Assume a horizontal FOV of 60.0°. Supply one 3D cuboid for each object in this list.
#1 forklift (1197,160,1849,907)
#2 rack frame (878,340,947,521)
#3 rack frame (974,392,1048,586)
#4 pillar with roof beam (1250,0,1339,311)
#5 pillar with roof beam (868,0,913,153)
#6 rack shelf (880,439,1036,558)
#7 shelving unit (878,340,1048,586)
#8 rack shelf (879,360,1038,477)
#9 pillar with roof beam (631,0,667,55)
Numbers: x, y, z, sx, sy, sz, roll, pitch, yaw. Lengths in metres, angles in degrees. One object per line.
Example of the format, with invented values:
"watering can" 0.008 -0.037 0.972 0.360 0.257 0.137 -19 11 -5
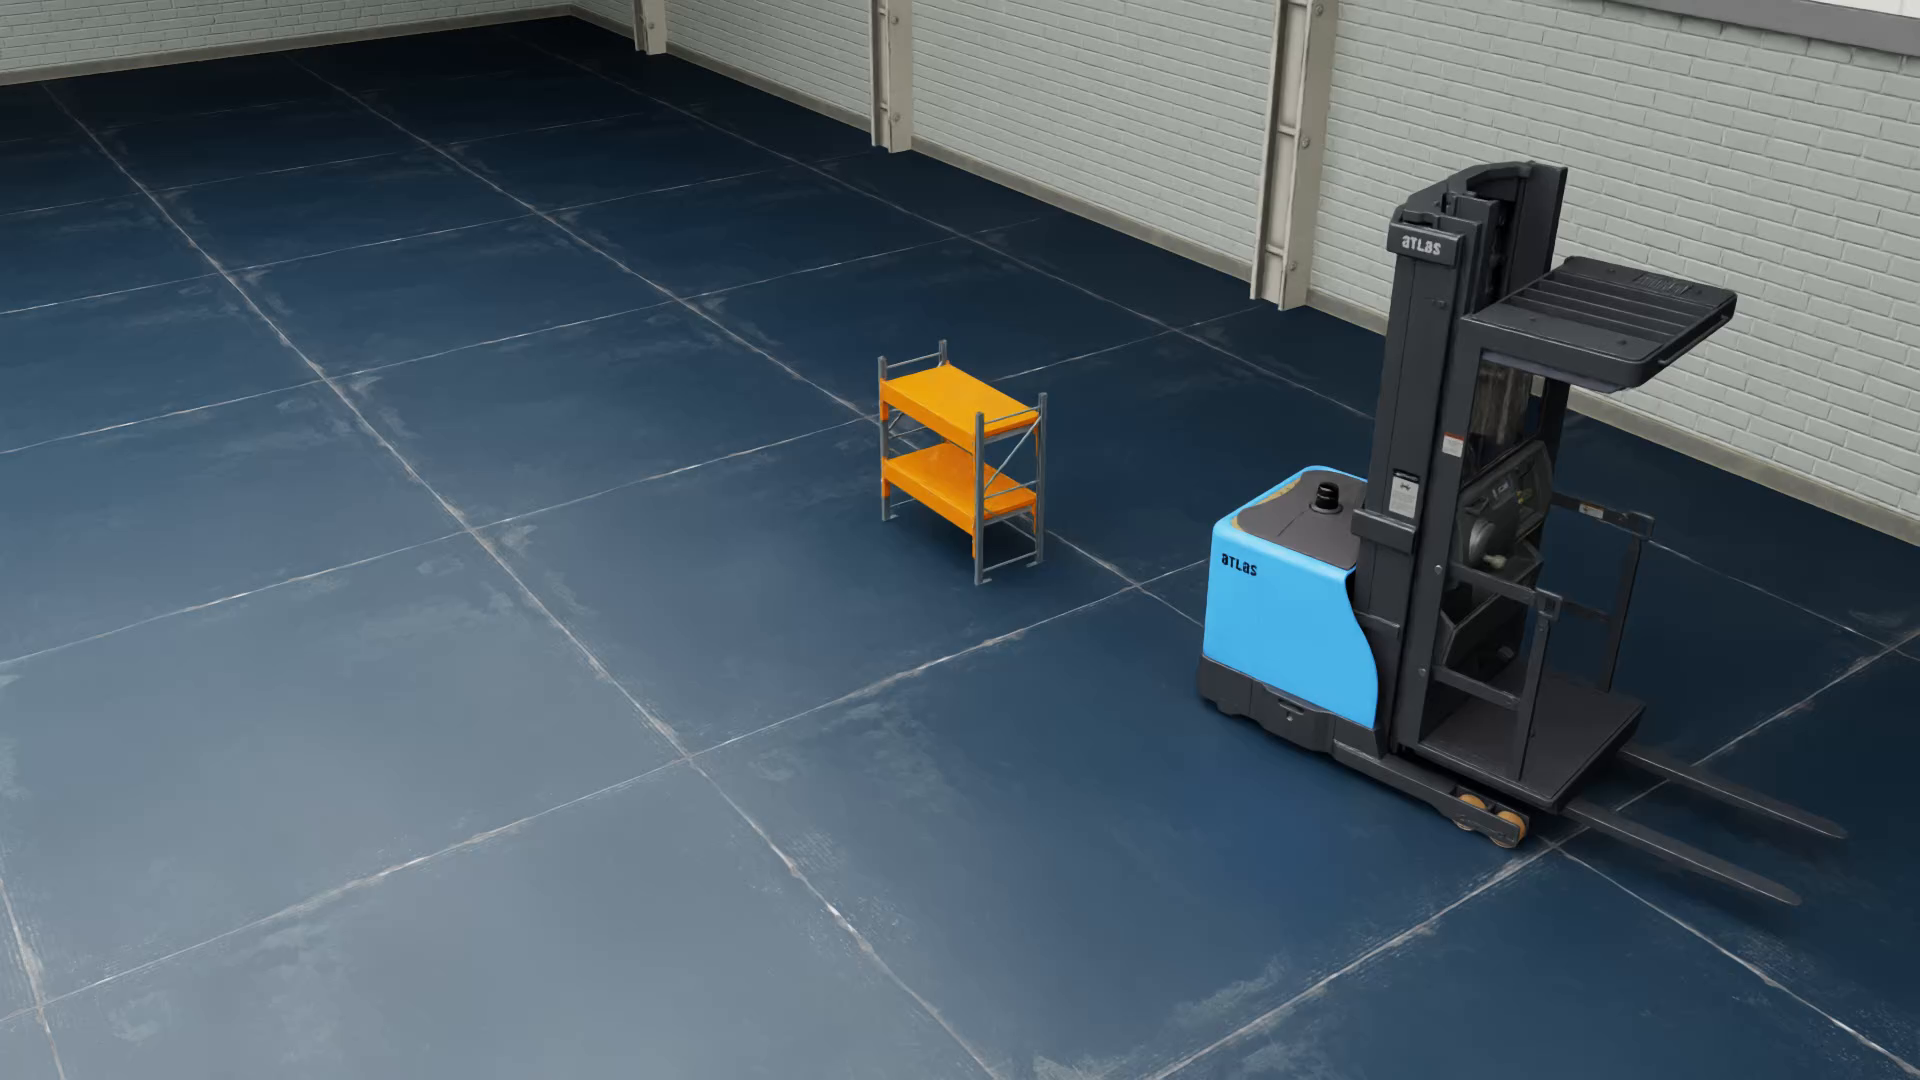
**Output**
"forklift" 2.694 -0.126 7.638 3.031 2.935 1.130 23 36 36
"rack frame" -0.291 -0.689 10.567 0.500 1.125 0.032 -19 34 -31
"rack frame" 0.299 -0.294 9.839 0.500 1.125 0.032 -19 34 -31
"pillar with roof beam" -0.778 -4.813 9.910 9.100 9.000 0.400 -19 34 -31
"pillar with roof beam" -4.258 -7.146 14.205 9.100 9.000 0.400 -19 34 -31
"rack shelf" 0.004 -0.277 10.320 0.538 0.278 1.000 -19 34 -31
"shelving unit" 0.004 -0.492 10.203 0.538 1.125 1.048 -19 34 -31
"rack shelf" 0.004 -0.749 10.064 0.538 0.278 1.000 -19 34 -31
"pillar with roof beam" -7.738 -9.478 18.500 9.100 9.000 0.400 -19 34 -31
